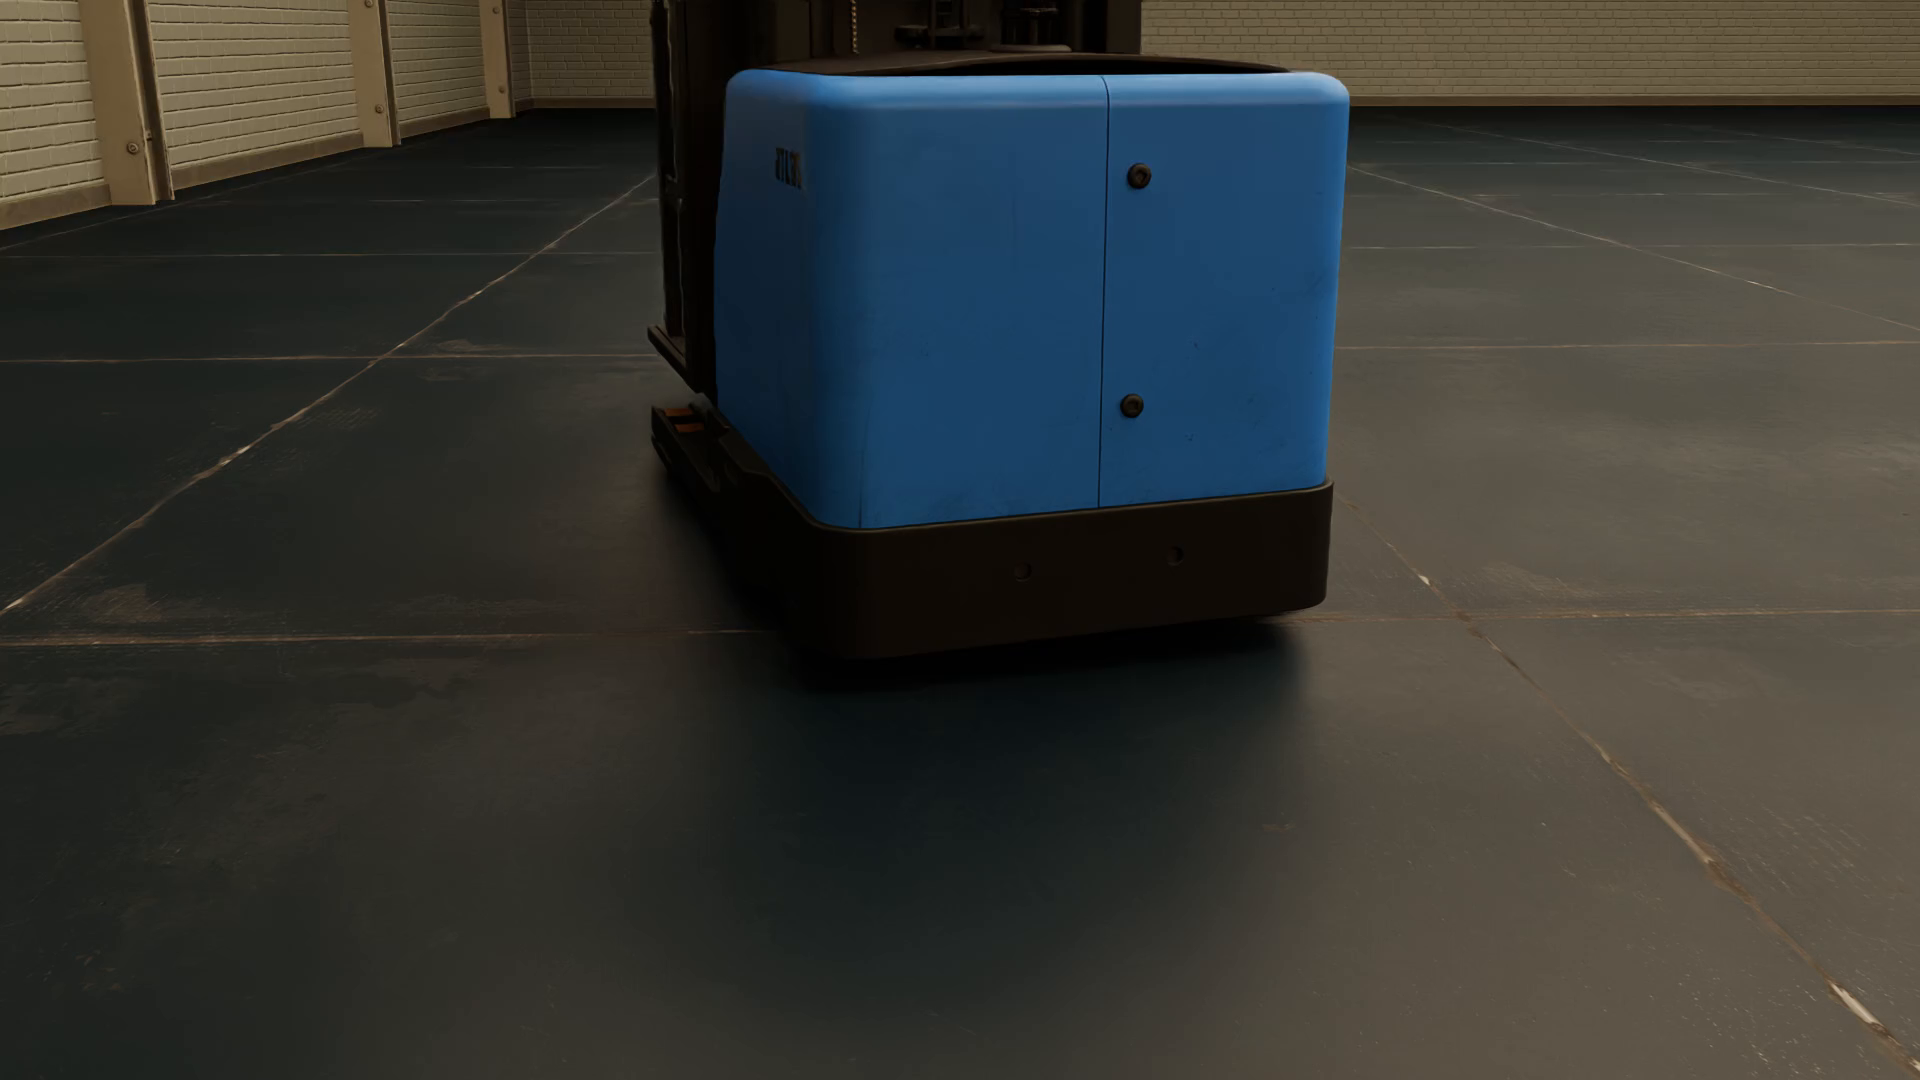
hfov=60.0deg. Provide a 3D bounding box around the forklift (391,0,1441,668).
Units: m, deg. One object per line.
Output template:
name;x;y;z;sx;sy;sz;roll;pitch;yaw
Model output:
forklift;-0.422;-1.518;3.871;1.130;2.935;3.031;-16;23;-42
